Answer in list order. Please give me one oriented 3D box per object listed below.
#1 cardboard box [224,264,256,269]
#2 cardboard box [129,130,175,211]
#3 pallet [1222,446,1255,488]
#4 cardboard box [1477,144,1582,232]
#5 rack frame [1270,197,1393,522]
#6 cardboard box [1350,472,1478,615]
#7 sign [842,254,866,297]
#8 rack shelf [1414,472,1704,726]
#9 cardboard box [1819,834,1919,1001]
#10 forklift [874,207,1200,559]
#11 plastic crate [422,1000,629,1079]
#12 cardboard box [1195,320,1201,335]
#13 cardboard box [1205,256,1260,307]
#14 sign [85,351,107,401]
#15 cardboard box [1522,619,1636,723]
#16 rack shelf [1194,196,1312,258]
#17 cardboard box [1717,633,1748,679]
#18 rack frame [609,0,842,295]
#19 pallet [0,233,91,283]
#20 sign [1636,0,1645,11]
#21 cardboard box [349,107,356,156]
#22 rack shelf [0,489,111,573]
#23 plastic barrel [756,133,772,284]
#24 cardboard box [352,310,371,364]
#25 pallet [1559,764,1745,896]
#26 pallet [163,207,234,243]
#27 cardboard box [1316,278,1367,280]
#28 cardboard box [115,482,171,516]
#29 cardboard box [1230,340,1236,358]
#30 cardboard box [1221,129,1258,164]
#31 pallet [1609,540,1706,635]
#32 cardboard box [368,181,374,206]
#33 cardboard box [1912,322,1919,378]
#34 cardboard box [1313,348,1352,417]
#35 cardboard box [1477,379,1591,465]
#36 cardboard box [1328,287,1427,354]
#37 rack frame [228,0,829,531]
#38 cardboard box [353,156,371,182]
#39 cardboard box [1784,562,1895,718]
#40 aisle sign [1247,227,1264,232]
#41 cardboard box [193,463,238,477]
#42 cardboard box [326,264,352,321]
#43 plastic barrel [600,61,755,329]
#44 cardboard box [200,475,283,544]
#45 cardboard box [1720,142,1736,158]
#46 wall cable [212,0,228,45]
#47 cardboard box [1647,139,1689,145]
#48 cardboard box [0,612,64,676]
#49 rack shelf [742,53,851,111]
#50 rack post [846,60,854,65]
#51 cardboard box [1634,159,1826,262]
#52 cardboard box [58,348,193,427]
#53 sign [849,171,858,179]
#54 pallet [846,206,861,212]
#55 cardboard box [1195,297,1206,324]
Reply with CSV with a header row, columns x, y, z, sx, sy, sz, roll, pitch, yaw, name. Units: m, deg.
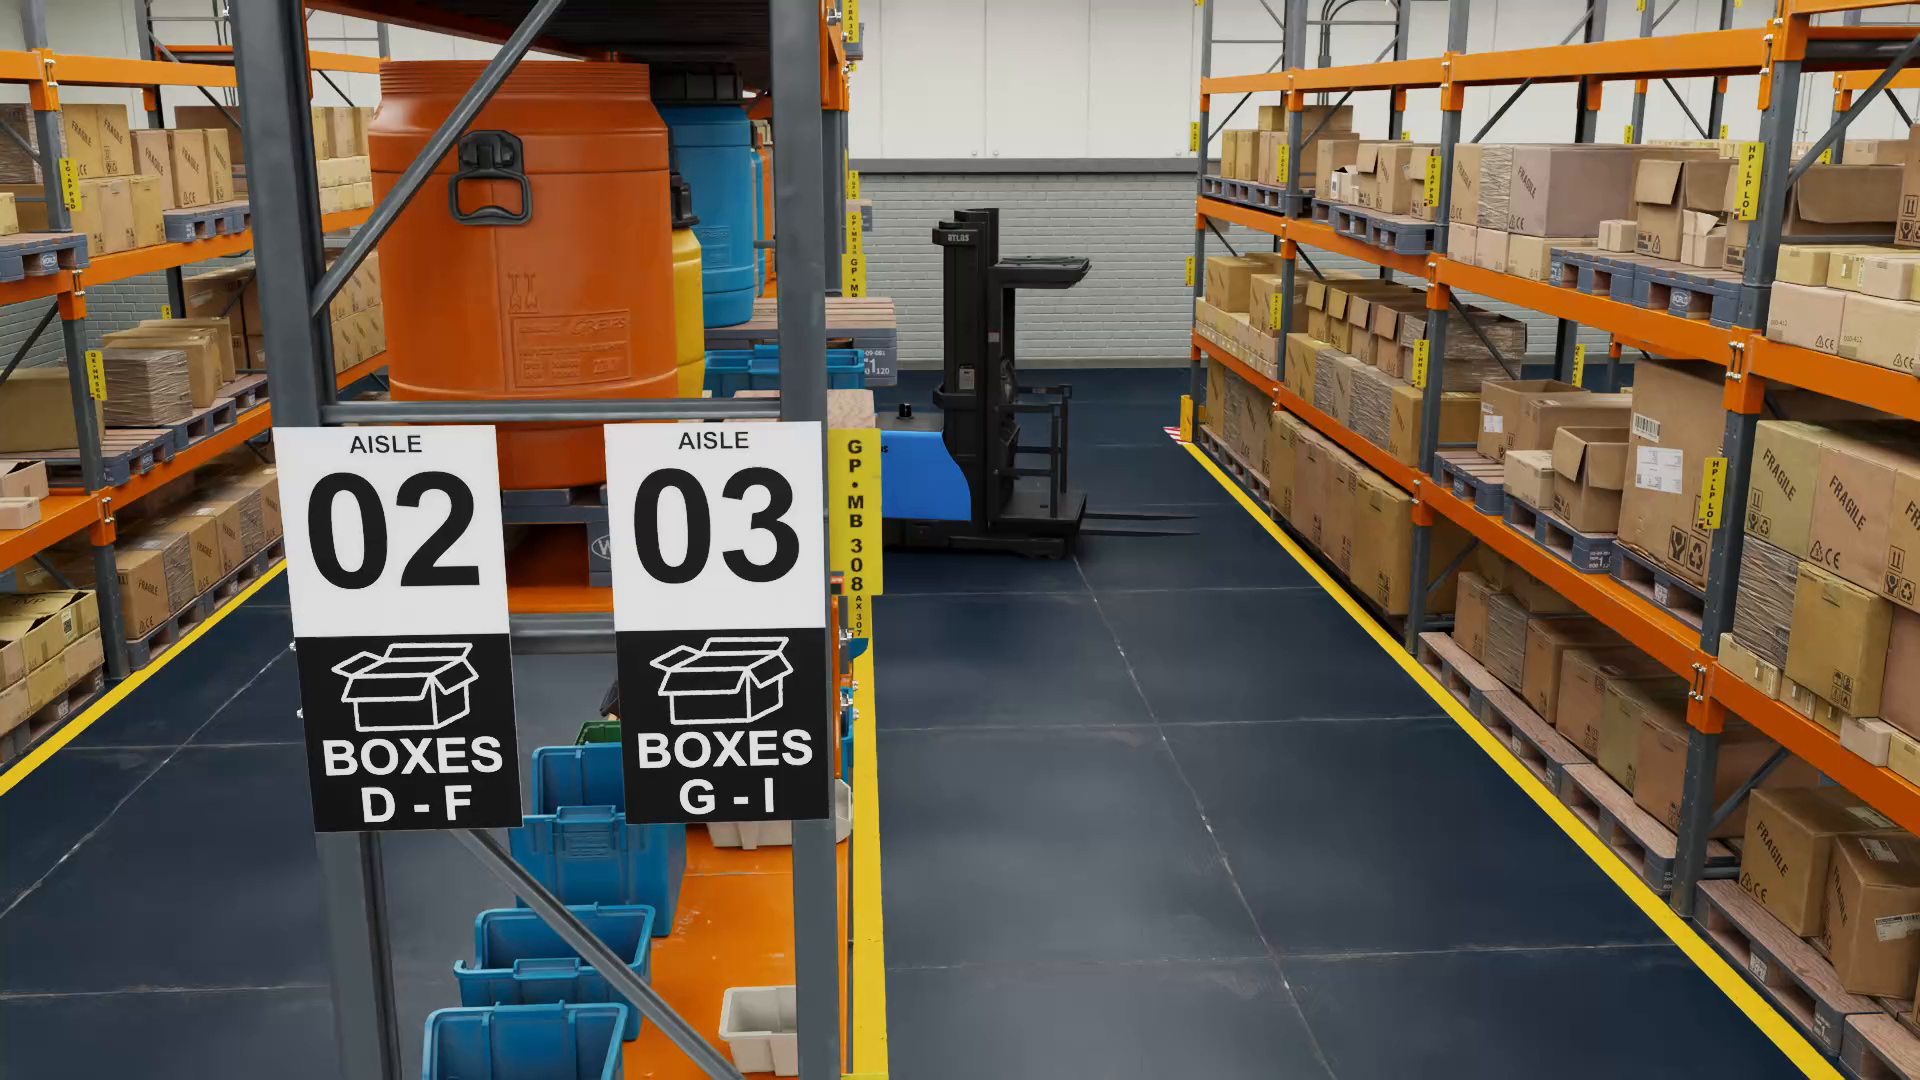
x,y,z,sx,sy,sz,roll,pitch,yaw,name
-6.791,-2.403,16.139,0.500,0.500,0.500,-1,14,-3,cardboard box
-6.393,-2.791,12.589,0.600,0.600,0.600,-1,15,-6,cardboard box
3.404,-0.792,17.681,1.003,0.211,1.213,-1,14,-3,pallet
3.499,-2.149,10.136,0.500,0.500,0.500,-1,14,-3,cardboard box
3.451,-1.648,15.412,1.000,3.000,0.127,-1,14,-3,rack frame
3.677,0.001,12.426,1.225,0.875,0.875,-2,15,-6,cardboard box
-0.447,-1.045,7.029,0.100,0.325,0.005,-1,14,-3,sign
3.823,0.193,9.702,1.077,0.370,4.000,-1,14,-3,rack shelf
3.975,1.591,6.996,0.500,0.500,0.500,4,15,14,cardboard box
0.617,-1.397,14.574,3.031,2.935,1.130,2,15,8,forklift
-1.078,1.365,4.000,0.499,0.251,0.616,-1,14,-3,plastic crate
2.896,-2.428,18.946,0.380,0.149,0.250,-1,14,-3,cardboard box
2.995,-2.829,18.203,0.500,0.500,0.500,-1,14,-5,cardboard box
-5.635,-1.071,10.847,0.100,0.325,0.005,-1,14,-3,sign
3.850,0.789,10.072,0.700,0.500,0.500,0,14,1,cardboard box
3.327,-3.250,17.061,1.077,0.370,4.000,-1,14,-3,rack shelf
3.660,0.521,7.484,0.380,0.149,0.250,-1,14,-3,cardboard box
-0.997,-2.487,6.634,1.000,3.000,0.127,-1,14,-3,rack frame
-6.057,-1.695,9.954,1.213,0.211,1.003,0,14,-1,pallet
7.619,-6.082,18.572,0.100,0.325,0.005,-1,14,-3,sign
-6.689,-4.223,17.192,0.700,0.500,0.500,-1,14,-3,cardboard box
-6.064,0.345,9.111,1.077,0.370,4.000,-1,14,-3,rack shelf
-1.370,-1.867,9.382,0.600,0.830,0.708,-1,14,-3,plastic barrel
-6.292,-2.054,16.787,0.500,0.500,0.500,-1,14,-4,cardboard box
3.897,1.499,8.779,1.003,0.211,1.213,-1,14,-3,pallet
-6.399,-2.436,12.834,1.213,0.211,1.003,-1,14,-3,pallet
3.677,-2.206,15.778,0.500,0.500,0.500,-1,14,-3,cardboard box
-6.556,-0.364,13.050,0.500,0.250,0.500,-1,14,-4,cardboard box
3.011,-1.980,17.206,0.380,0.149,0.250,-1,14,-3,cardboard box
3.289,-4.267,18.327,0.700,0.500,0.500,-2,15,-7,cardboard box
4.045,0.242,8.450,1.003,0.211,1.213,-1,14,-3,pallet
-6.369,-3.623,17.367,0.500,0.250,0.500,-1,14,-3,cardboard box
3.777,-0.667,5.881,0.500,0.250,0.500,-1,15,-6,cardboard box
3.293,-1.329,13.970,0.500,0.500,0.500,-1,14,-5,cardboard box
3.772,-0.771,10.961,0.500,0.500,0.500,-3,15,-10,cardboard box
3.530,-1.853,13.993,0.797,0.503,0.637,-1,14,-3,cardboard box
-0.749,-1.492,2.768,1.000,3.000,0.127,-1,14,-3,rack frame
-6.366,-3.865,17.305,0.500,0.250,0.500,-1,14,-3,cardboard box
3.909,0.387,6.705,0.875,0.500,0.500,-1,14,-3,cardboard box
3.498,-3.924,19.042,0.394,0.787,0.004,-1,14,-3,aisle sign
-6.649,-0.374,14.595,0.500,0.500,0.500,-2,15,-6,cardboard box
-6.248,-2.406,16.152,0.500,0.500,0.500,-1,14,-5,cardboard box
-1.042,-1.232,5.925,0.600,0.901,0.708,-1,14,-3,plastic barrel
-6.097,-0.257,14.139,0.500,0.500,0.500,-1,14,-3,cardboard box
7.974,-3.972,16.923,0.380,0.149,0.250,-1,14,-4,cardboard box
-8.922,-7.715,23.047,3.097,2.526,0.112,-1,14,-3,wall cable
7.953,-4.425,18.684,0.380,0.149,0.250,-1,14,-4,cardboard box
-5.871,0.611,10.181,0.500,0.311,0.500,-1,14,-4,cardboard box
-1.368,-3.437,12.573,1.077,0.370,4.000,-1,14,-3,rack shelf
-1.240,-3.733,12.480,0.937,0.300,0.954,1,14,3,rack post
3.957,-1.717,8.611,0.797,0.503,0.637,0,14,-1,cardboard box
-6.206,-1.138,12.387,0.700,0.500,0.500,2,15,7,cardboard box
-1.192,-3.981,18.669,0.100,0.325,0.005,-1,14,-3,sign
-1.273,-2.457,12.916,1.003,0.211,1.213,-1,14,-3,pallet
2.964,-2.591,18.779,0.500,0.250,0.500,-1,14,-5,cardboard box
